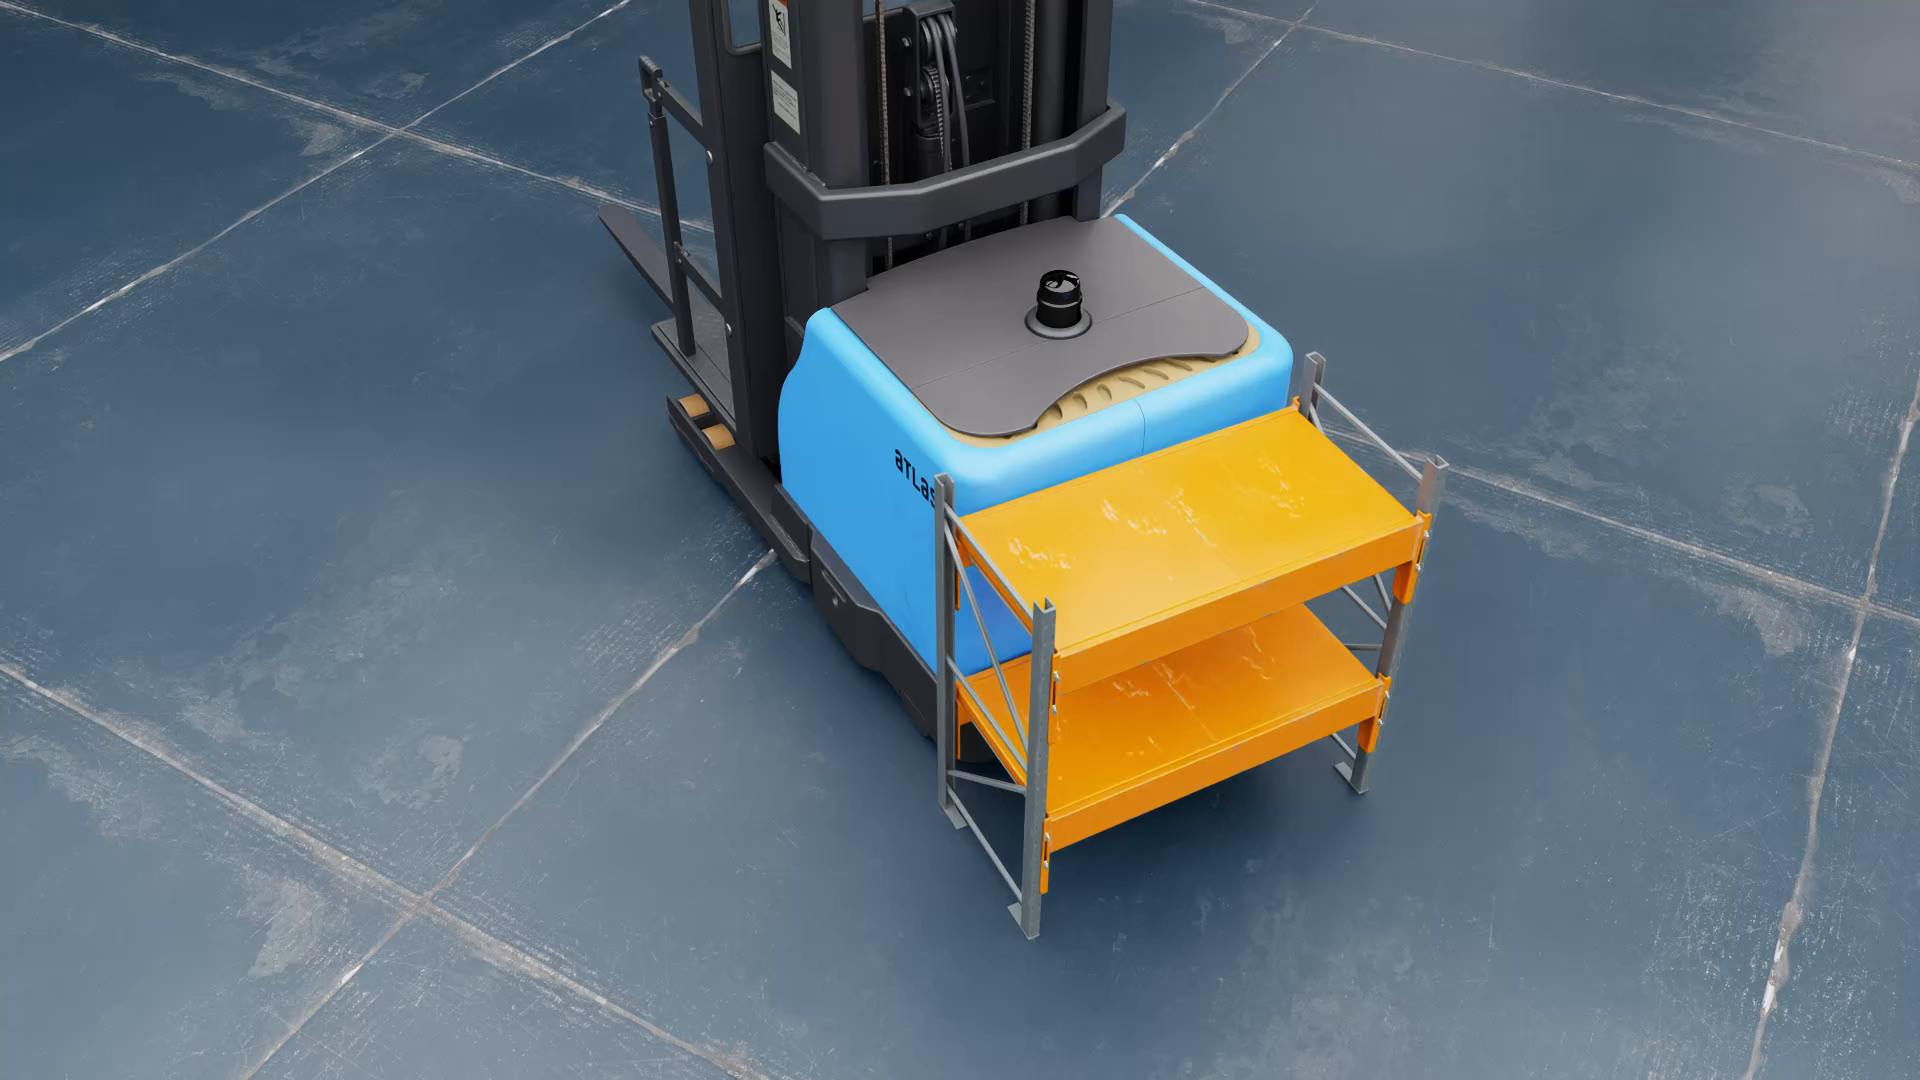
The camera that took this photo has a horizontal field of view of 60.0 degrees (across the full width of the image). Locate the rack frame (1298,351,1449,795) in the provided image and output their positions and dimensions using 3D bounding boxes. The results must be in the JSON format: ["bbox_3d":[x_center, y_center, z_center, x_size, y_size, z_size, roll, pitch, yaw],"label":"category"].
[{"bbox_3d":[0.973,0.111,4.272,0.032,1.125,0.500,-19,45,-20],"label":"rack frame"}]

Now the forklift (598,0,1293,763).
[{"bbox_3d":[-0.323,-1.458,4.688,1.130,2.935,3.031,-22,46,-23],"label":"forklift"}]

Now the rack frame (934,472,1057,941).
[{"bbox_3d":[0.069,0.420,3.922,0.032,1.125,0.500,-19,45,-20],"label":"rack frame"}]

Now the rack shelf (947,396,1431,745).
[{"bbox_3d":[0.521,0.046,3.904,1.000,0.278,0.538,-19,45,-20],"label":"rack shelf"}]

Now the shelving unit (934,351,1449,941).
[{"bbox_3d":[0.521,0.266,4.097,1.048,1.125,0.538,-19,45,-20],"label":"shelving unit"}]

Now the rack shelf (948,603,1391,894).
[{"bbox_3d":[0.521,0.449,4.259,1.000,0.278,0.538,-19,45,-20],"label":"rack shelf"}]
